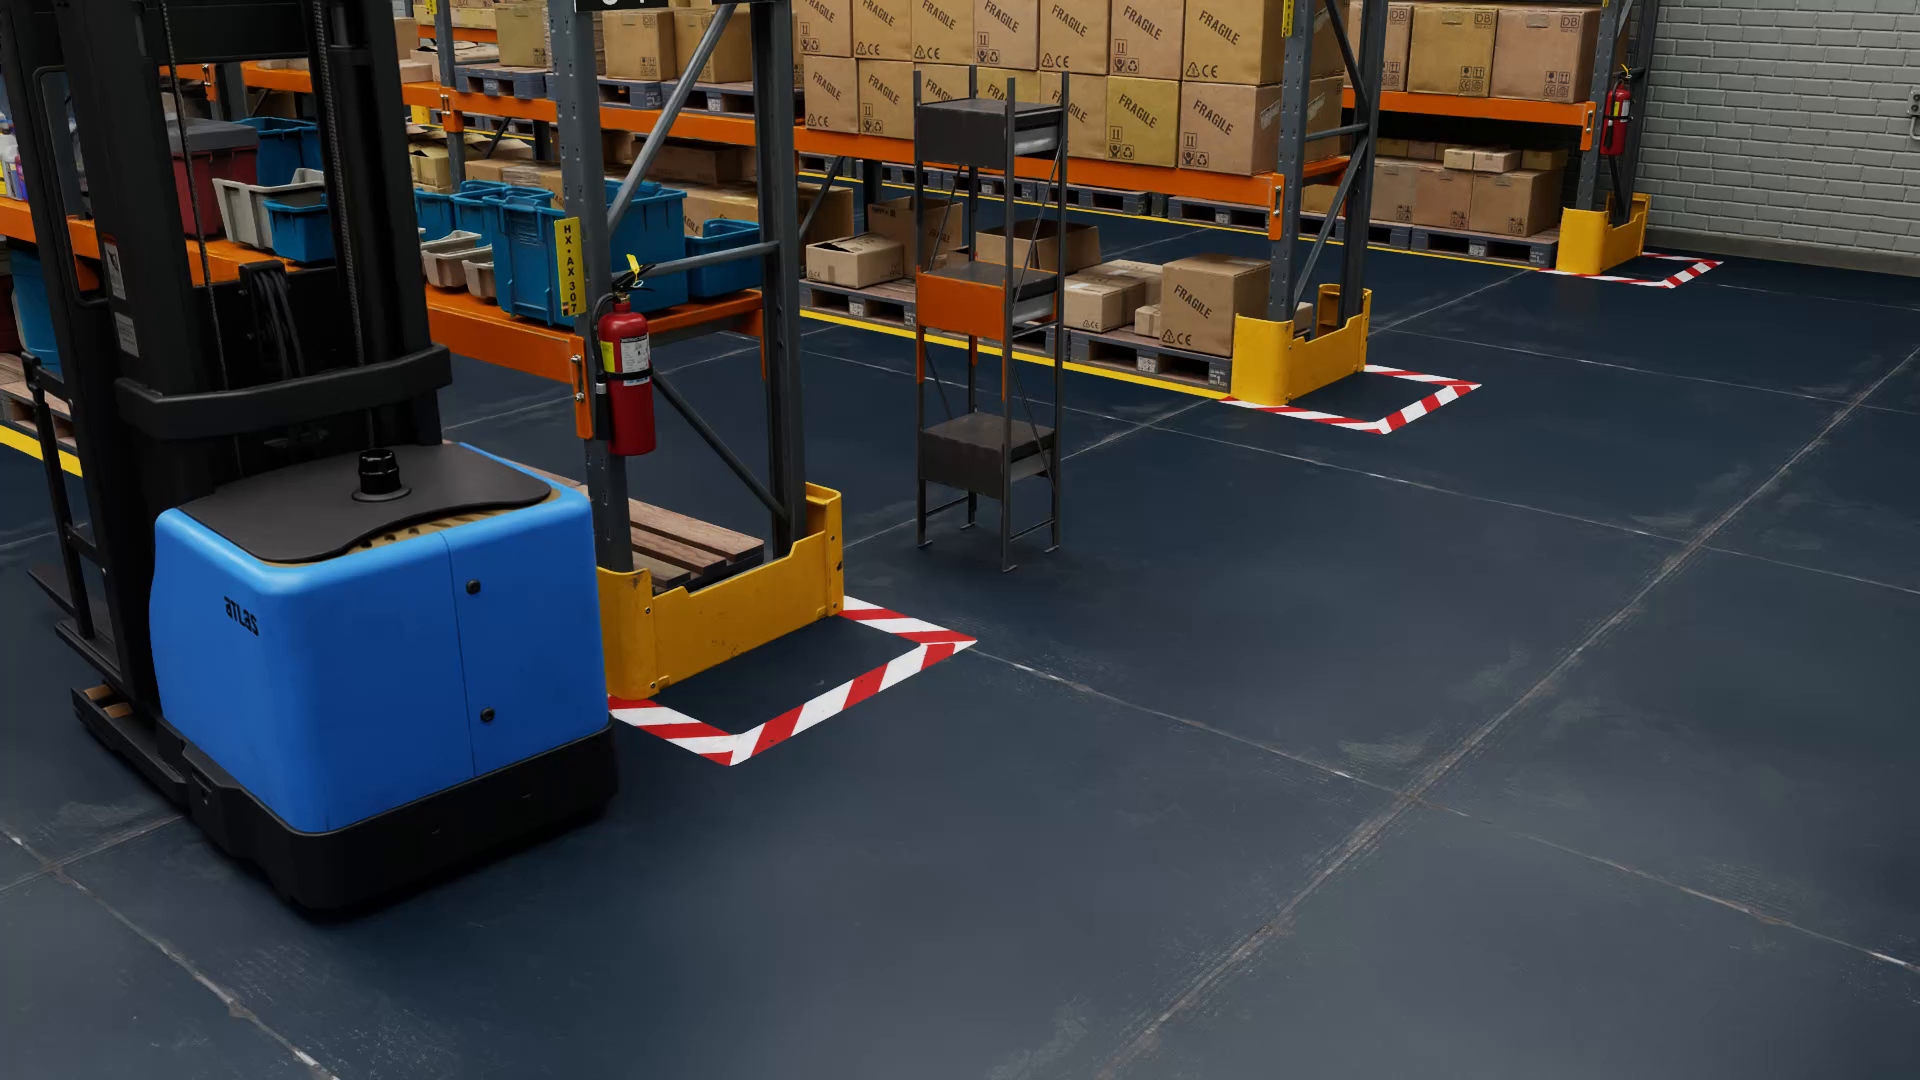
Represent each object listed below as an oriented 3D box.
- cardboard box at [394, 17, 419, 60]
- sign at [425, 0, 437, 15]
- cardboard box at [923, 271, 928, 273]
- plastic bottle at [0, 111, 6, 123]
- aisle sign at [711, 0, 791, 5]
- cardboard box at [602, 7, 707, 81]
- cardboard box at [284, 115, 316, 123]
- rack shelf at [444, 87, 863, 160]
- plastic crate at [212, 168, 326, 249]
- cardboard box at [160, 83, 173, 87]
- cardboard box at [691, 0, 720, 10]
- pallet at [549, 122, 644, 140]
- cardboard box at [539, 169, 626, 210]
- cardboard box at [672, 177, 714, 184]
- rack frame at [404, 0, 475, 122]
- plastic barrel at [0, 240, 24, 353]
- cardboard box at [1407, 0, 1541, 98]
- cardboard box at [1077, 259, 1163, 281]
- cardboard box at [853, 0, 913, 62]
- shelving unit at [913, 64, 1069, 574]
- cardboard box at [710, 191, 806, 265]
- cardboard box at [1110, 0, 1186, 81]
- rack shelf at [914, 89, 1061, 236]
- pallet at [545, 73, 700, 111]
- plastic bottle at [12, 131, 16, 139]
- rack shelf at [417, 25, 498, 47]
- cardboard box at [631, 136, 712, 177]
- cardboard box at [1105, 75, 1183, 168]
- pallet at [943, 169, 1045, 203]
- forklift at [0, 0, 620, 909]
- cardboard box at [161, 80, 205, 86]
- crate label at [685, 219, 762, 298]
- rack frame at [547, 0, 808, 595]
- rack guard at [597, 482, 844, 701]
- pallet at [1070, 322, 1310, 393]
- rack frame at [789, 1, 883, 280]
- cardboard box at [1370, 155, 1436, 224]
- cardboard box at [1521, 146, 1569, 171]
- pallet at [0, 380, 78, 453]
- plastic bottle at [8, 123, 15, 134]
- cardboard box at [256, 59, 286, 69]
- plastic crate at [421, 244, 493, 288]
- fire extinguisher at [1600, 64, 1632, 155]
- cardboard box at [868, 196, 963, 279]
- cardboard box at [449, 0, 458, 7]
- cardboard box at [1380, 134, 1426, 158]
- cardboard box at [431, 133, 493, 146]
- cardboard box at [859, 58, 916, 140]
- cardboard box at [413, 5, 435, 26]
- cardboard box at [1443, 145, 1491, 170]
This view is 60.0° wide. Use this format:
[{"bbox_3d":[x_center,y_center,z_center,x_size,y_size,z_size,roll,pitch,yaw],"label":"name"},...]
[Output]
[{"bbox_3d":[-5.358,-4.558,15.362,0.500,0.500,0.500,14,25,33],"label":"cardboard box"},{"bbox_3d":[-4.396,-4.530,13.790,0.005,0.325,0.100,16,26,36],"label":"sign"},{"bbox_3d":[-0.084,-1.786,11.544,0.250,0.166,0.380,16,26,36],"label":"cardboard box"},{"bbox_3d":[-6.042,-2.585,10.454,0.097,0.271,0.097,0,21,0],"label":"plastic bottle"},{"bbox_3d":[-0.742,-2.285,5.791,0.004,0.787,0.394,16,26,36],"label":"aisle sign"},{"bbox_3d":[-2.357,-3.869,12.941,0.500,0.500,0.700,9,23,23],"label":"cardboard box"},{"bbox_3d":[-6.652,-4.194,17.045,0.500,0.311,0.500,16,26,36],"label":"cardboard box"},{"bbox_3d":[-2.499,-3.358,13.342,4.000,0.370,1.077,16,26,36],"label":"rack shelf"},{"bbox_3d":[-3.018,-1.477,7.417,0.530,0.282,0.437,16,26,36],"label":"plastic crate"},{"bbox_3d":[-8.811,-4.671,18.042,0.500,0.500,0.500,16,26,36],"label":"cardboard box"},{"bbox_3d":[-2.687,-6.253,19.234,0.700,0.500,0.500,-18,27,-39],"label":"cardboard box"},{"bbox_3d":[-4.560,-5.224,21.222,1.213,0.211,1.003,16,26,36],"label":"pallet"},{"bbox_3d":[-3.082,-2.769,13.679,0.500,0.500,0.500,16,26,36],"label":"cardboard box"},{"bbox_3d":[-1.973,-2.689,13.467,0.500,0.500,0.500,16,26,37],"label":"cardboard box"},{"bbox_3d":[-7.117,-7.281,22.724,0.127,3.000,1.000,16,26,36],"label":"rack frame"},{"bbox_3d":[-5.918,-1.500,10.216,0.708,0.588,0.600,16,26,36],"label":"plastic barrel"},{"bbox_3d":[4.307,-4.122,13.922,0.700,0.700,0.980,16,26,36],"label":"cardboard box"},{"bbox_3d":[1.133,-1.697,11.192,0.500,0.250,0.500,16,26,36],"label":"cardboard box"},{"bbox_3d":[-0.362,-3.466,11.050,0.500,0.500,0.500,15,25,35],"label":"cardboard box"},{"bbox_3d":[0.128,-0.946,7.200,0.503,2.100,0.431,16,26,36],"label":"shelving unit"},{"bbox_3d":[-1.513,-2.317,12.479,0.500,0.500,0.500,16,26,36],"label":"cardboard box"},{"bbox_3d":[1.239,-3.007,9.834,0.500,0.500,0.500,17,26,38],"label":"cardboard box"},{"bbox_3d":[0.128,-1.588,6.958,0.480,0.518,0.431,16,26,36],"label":"rack shelf"},{"bbox_3d":[-2.539,-3.619,13.285,1.213,0.211,1.003,16,26,36],"label":"pallet"},{"bbox_3d":[-5.055,-2.069,8.973,0.185,0.351,0.144,16,26,36],"label":"plastic bottle"},{"bbox_3d":[-5.567,-6.498,21.668,4.000,0.370,1.077,16,26,36],"label":"rack shelf"},{"bbox_3d":[-2.334,-3.145,13.614,0.500,0.250,0.500,15,26,35],"label":"cardboard box"},{"bbox_3d":[1.227,-2.543,10.020,0.500,0.500,0.500,16,26,37],"label":"cardboard box"},{"bbox_3d":[0.585,-3.723,17.240,1.213,0.211,1.003,16,26,36],"label":"pallet"},{"bbox_3d":[-2.484,-0.755,5.518,1.130,2.935,3.031,-19,28,-41],"label":"forklift"},{"bbox_3d":[-8.472,-4.817,18.431,0.500,0.500,0.500,16,26,36],"label":"cardboard box"},{"bbox_3d":[-0.968,-1.098,6.481,0.303,0.233,0.416,16,26,36],"label":"crate label"},{"bbox_3d":[-0.985,-1.003,6.077,0.127,3.000,1.000,16,26,36],"label":"rack frame"},{"bbox_3d":[-0.958,0.168,6.513,0.348,0.500,1.175,16,26,36],"label":"rack guard"},{"bbox_3d":[1.473,-1.246,10.673,1.213,0.211,1.003,16,26,36],"label":"pallet"},{"bbox_3d":[-0.949,-3.249,12.032,0.127,3.000,1.000,16,26,36],"label":"rack frame"},{"bbox_3d":[3.896,-3.091,14.560,0.500,0.500,0.700,15,25,35],"label":"cardboard box"},{"bbox_3d":[4.897,-3.197,13.924,0.250,0.149,0.380,16,26,37],"label":"cardboard box"},{"bbox_3d":[-4.655,-0.774,9.422,1.213,0.211,1.003,16,26,36],"label":"pallet"},{"bbox_3d":[-5.662,-2.424,10.010,0.133,0.283,0.061,16,26,36],"label":"plastic bottle"},{"bbox_3d":[-6.590,-4.662,16.137,0.250,0.149,0.380,16,26,36],"label":"cardboard box"},{"bbox_3d":[-1.947,-1.109,6.646,0.243,0.136,0.396,16,26,36],"label":"plastic crate"},{"bbox_3d":[5.104,-3.341,12.914,0.183,0.674,0.296,16,26,36],"label":"fire extinguisher"},{"bbox_3d":[-0.328,-2.235,12.264,0.500,0.500,0.500,16,26,36],"label":"cardboard box"},{"bbox_3d":[-6.560,-7.269,21.815,0.500,0.500,0.500,16,26,36],"label":"cardboard box"},{"bbox_3d":[3.913,-3.480,14.672,0.250,0.149,0.380,16,26,37],"label":"cardboard box"},{"bbox_3d":[-4.680,-3.625,15.538,0.500,0.311,0.500,15,26,35],"label":"cardboard box"},{"bbox_3d":[-0.328,-2.994,11.215,0.500,0.500,0.500,17,26,37],"label":"cardboard box"},{"bbox_3d":[-6.939,-7.024,22.229,0.500,0.250,0.500,15,25,35],"label":"cardboard box"},{"bbox_3d":[4.260,-3.206,13.947,0.250,0.149,0.380,17,26,38],"label":"cardboard box"}]
